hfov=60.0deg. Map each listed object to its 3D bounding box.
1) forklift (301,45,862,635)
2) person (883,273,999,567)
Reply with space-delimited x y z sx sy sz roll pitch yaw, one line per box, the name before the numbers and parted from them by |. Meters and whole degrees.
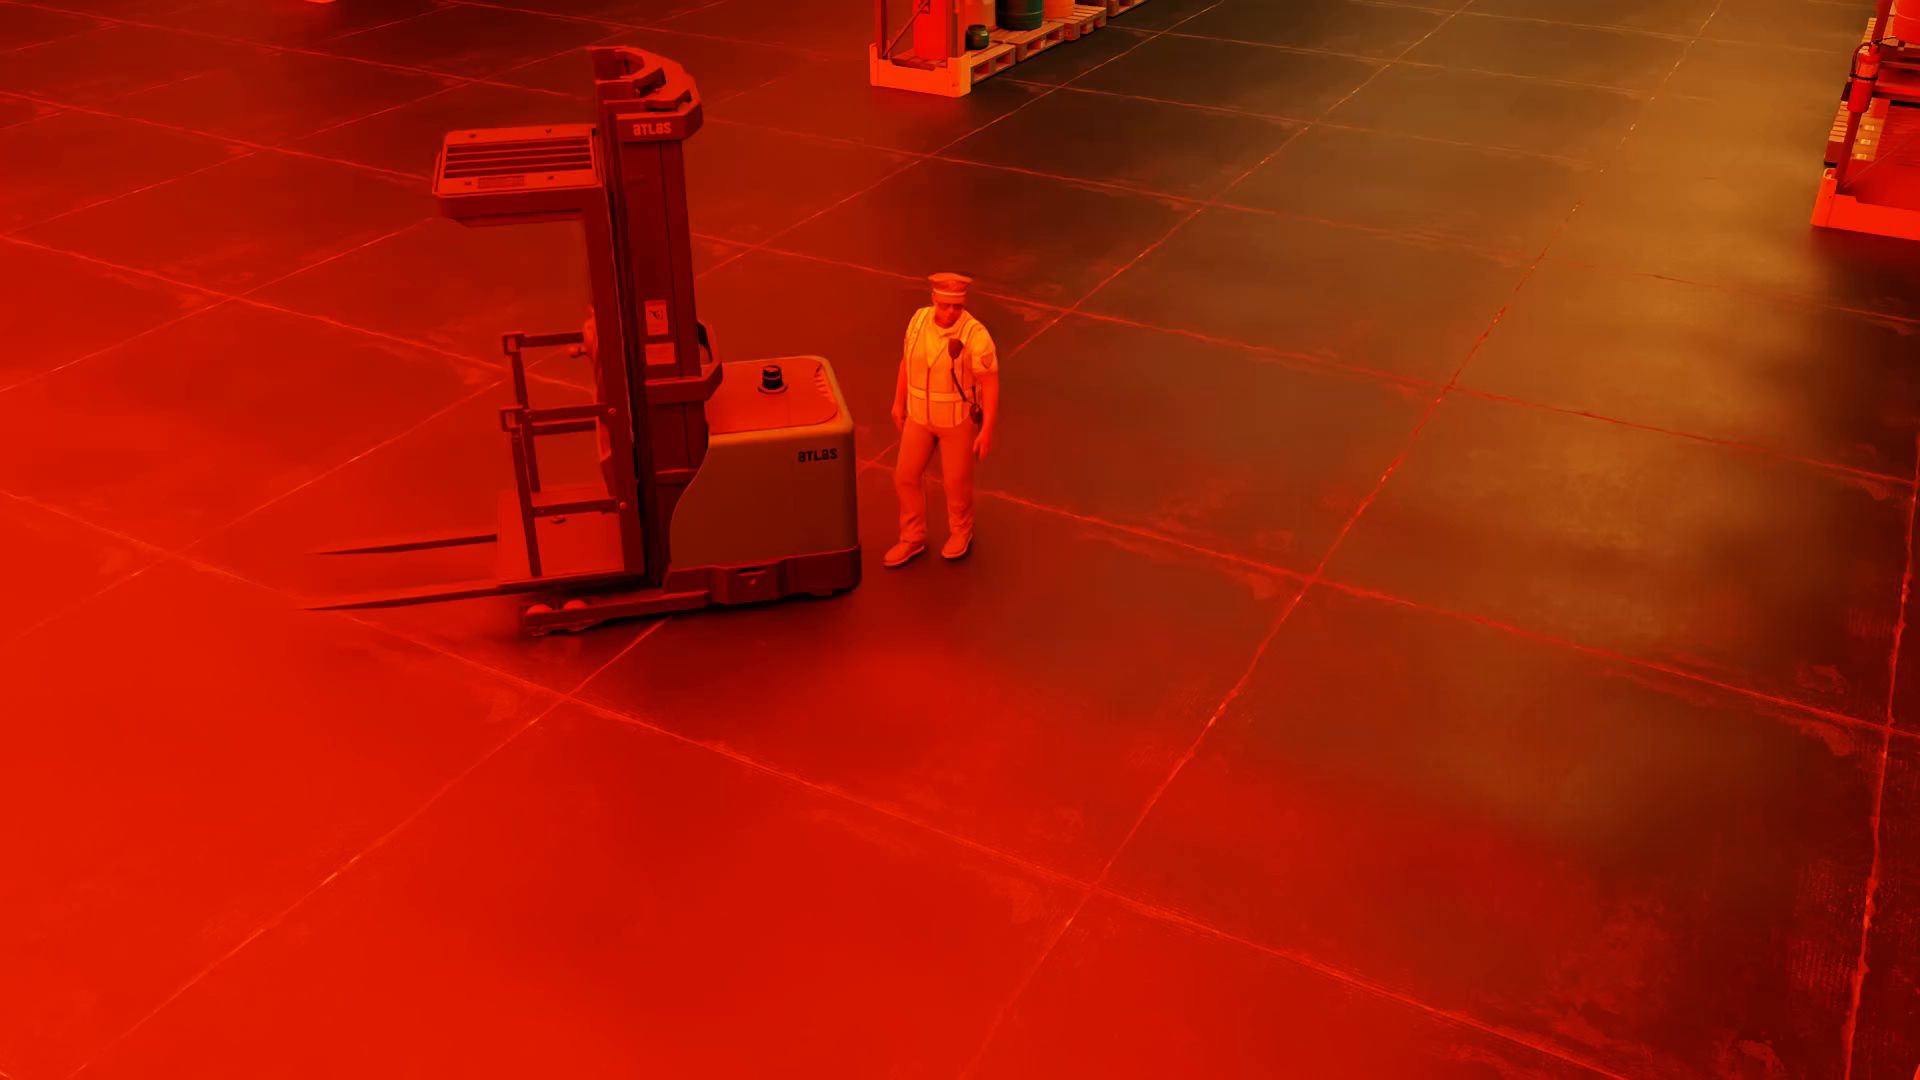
forklift | -2.131 -1.038 8.869 3.031 2.935 1.130 -6 31 -11
person | -0.122 -0.667 9.416 0.691 1.742 0.579 13 32 21
